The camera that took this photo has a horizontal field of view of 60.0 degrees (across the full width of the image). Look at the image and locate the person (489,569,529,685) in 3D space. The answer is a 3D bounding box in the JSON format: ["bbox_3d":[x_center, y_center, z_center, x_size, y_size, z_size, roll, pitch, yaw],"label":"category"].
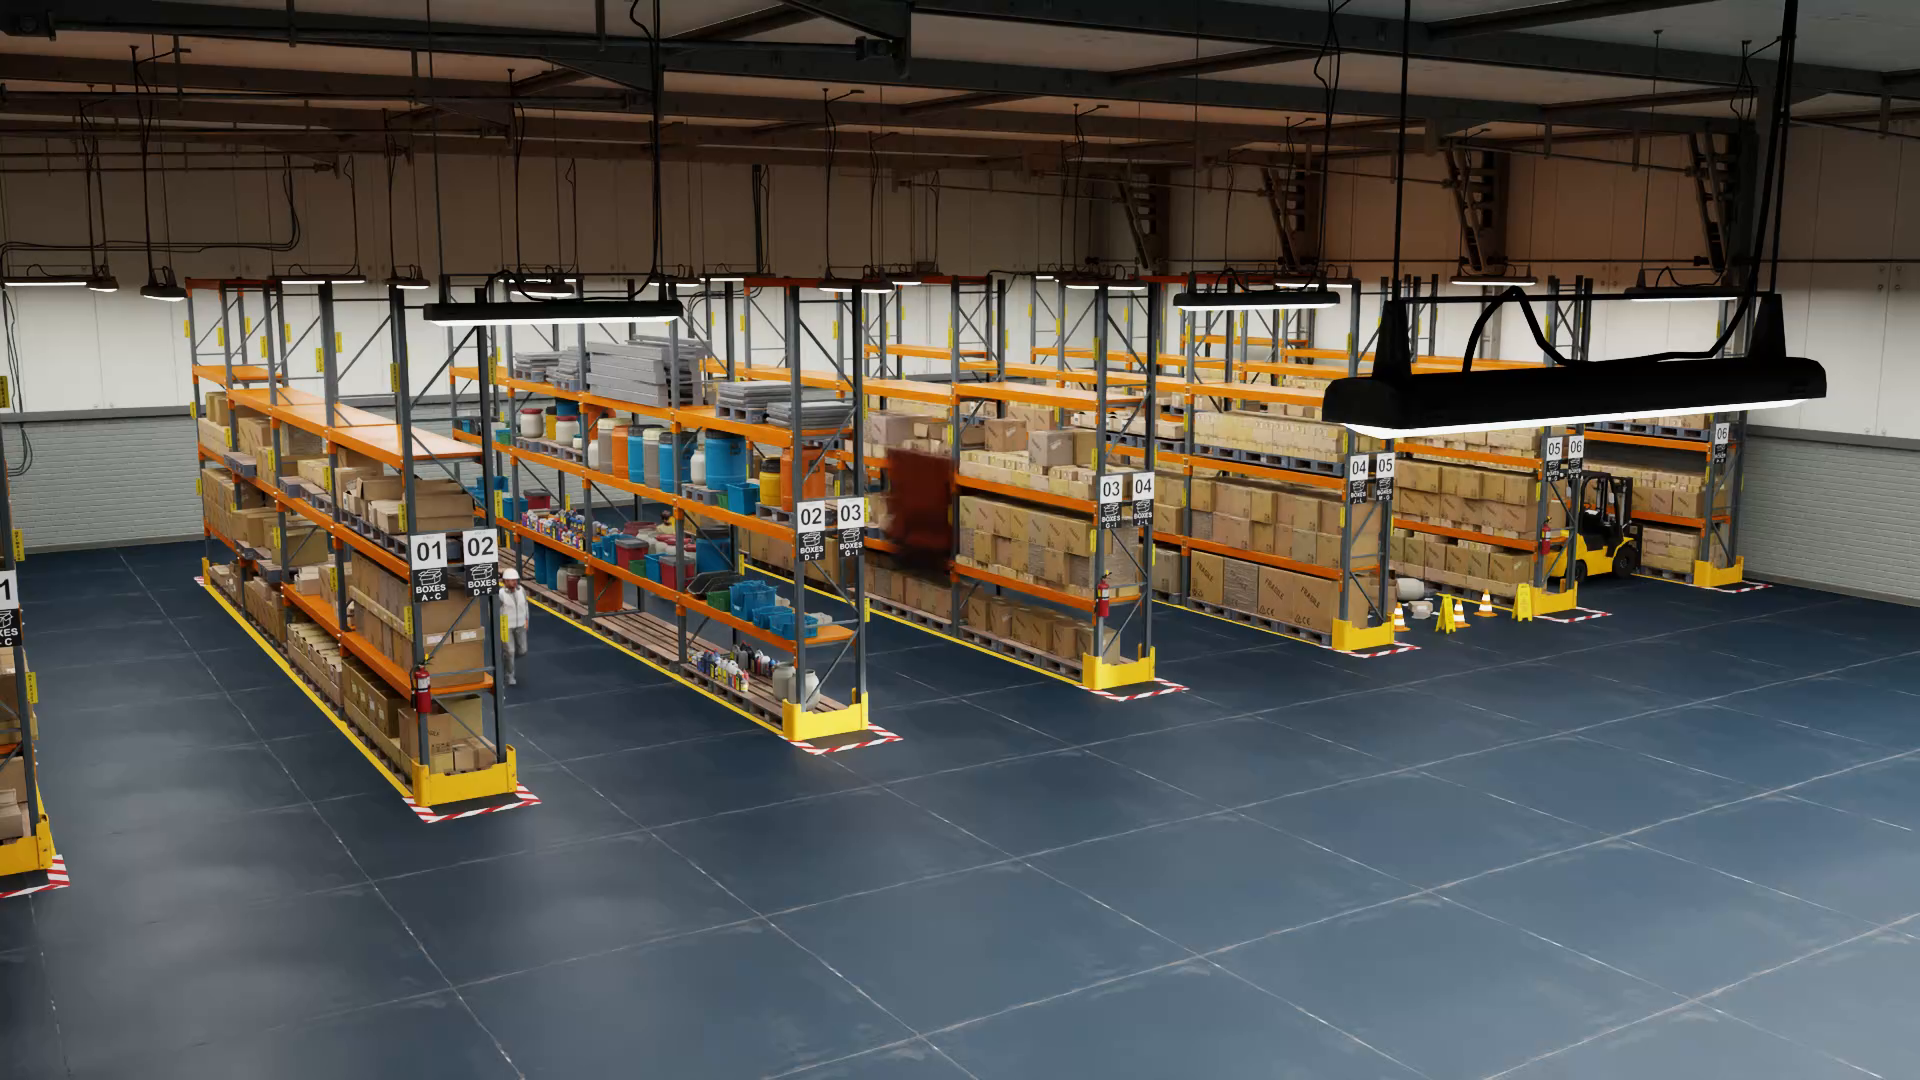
[{"bbox_3d":[-6.845,1.279,25.187,0.638,1.756,0.624,9,13,44],"label":"person"}]

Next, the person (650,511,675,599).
[{"bbox_3d":[-5.599,0.276,31.293,0.572,1.673,0.448,-5,11,-25],"label":"person"}]
